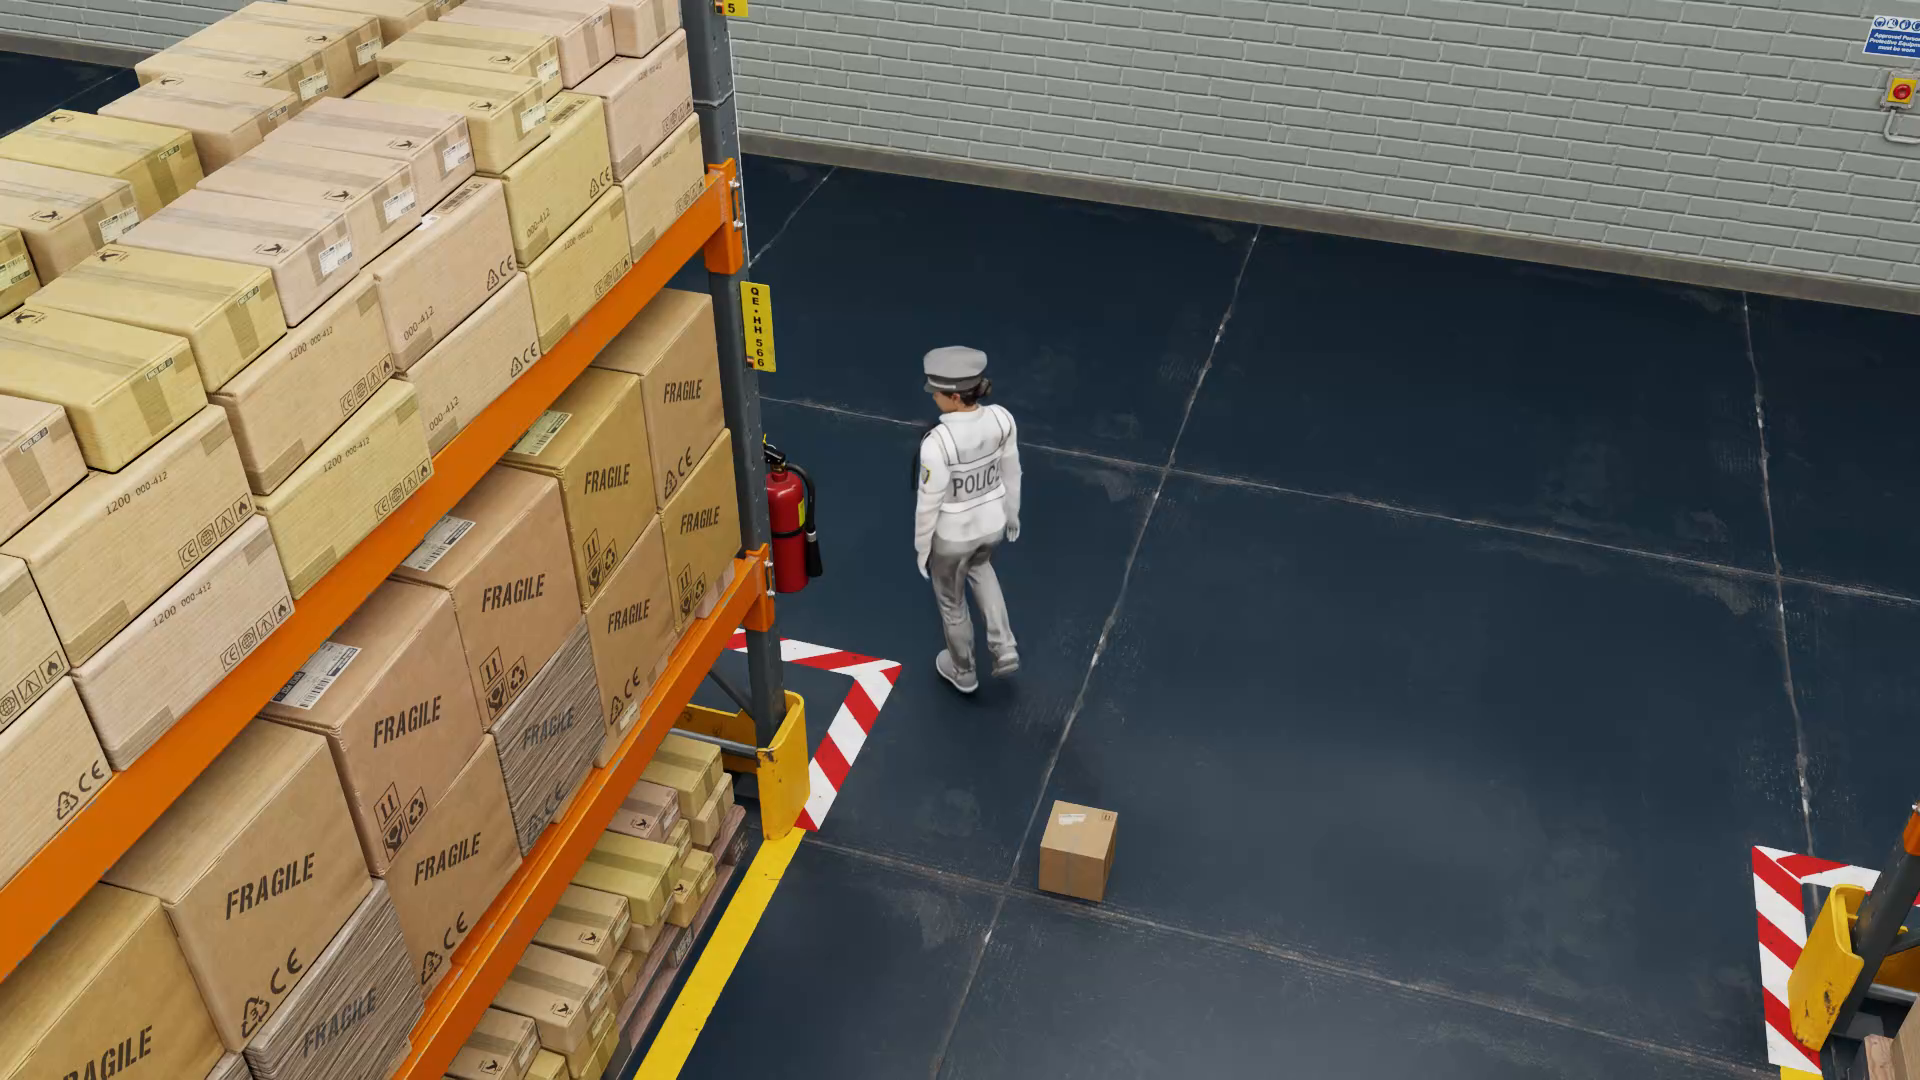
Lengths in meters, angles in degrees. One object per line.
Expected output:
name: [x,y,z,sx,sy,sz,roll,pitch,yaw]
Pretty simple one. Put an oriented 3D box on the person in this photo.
person: [0.028,-0.037,6.900,0.526,1.659,0.446,-23,43,-27]
